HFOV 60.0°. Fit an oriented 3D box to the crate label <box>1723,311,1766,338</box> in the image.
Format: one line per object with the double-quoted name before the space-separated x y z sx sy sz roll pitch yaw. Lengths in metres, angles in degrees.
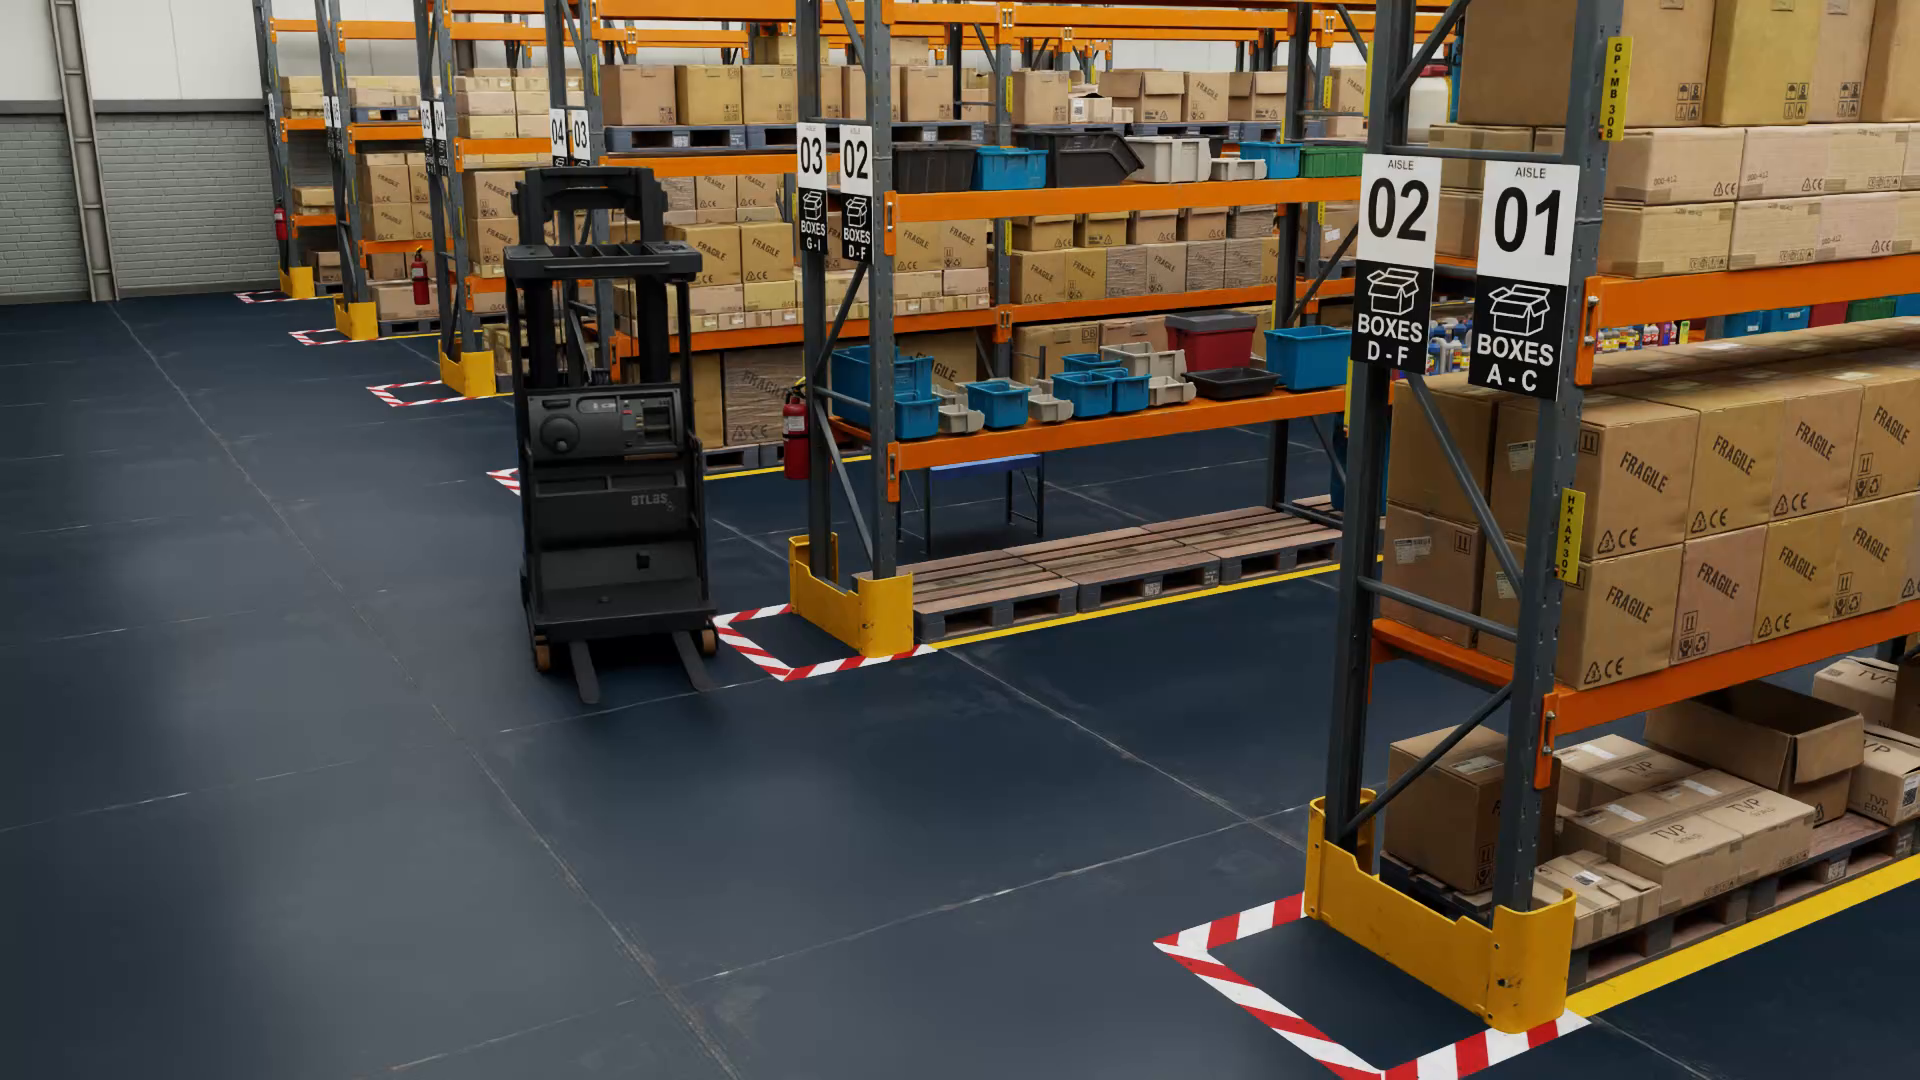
"crate label" 6.709 -1.874 14.348 0.416 0.233 0.303 -9 18 -30

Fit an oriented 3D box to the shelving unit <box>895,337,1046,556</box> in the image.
"shelving unit" 0.073 -0.734 12.750 1.048 1.500 0.538 -9 18 -30

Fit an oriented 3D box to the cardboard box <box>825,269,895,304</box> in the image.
"cardboard box" -0.948 -2.378 15.563 0.500 0.250 0.500 -9 18 -29

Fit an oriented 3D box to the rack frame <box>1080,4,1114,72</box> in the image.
"rack frame" 2.798 -10.570 33.945 0.127 3.000 1.000 -9 18 -30

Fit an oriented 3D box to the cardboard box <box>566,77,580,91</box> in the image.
"cardboard box" -4.454 -5.121 18.678 0.250 0.149 0.380 -9 18 -28

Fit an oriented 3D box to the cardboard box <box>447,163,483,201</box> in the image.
"cardboard box" -6.923 -4.987 23.104 0.500 0.500 0.500 -9 18 -30

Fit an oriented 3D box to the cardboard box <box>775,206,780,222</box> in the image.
"cardboard box" -3.092 -5.001 25.469 0.500 0.250 0.500 -10 18 -31

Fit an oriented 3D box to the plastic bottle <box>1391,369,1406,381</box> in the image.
"plastic bottle" 3.260 -1.323 12.287 0.133 0.283 0.061 -9 18 -30

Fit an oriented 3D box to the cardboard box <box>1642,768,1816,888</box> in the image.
"cardboard box" 3.314 1.239 7.211 0.500 0.250 0.500 -9 18 -30

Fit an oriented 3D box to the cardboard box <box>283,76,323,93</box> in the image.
"cardboard box" -10.407 -7.217 26.341 0.500 0.250 0.500 -9 18 -30

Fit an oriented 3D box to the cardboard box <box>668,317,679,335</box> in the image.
"cardboard box" -2.560 -1.905 14.612 0.250 0.149 0.380 -10 18 -31

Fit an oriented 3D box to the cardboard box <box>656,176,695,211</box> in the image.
"cardboard box" -3.443 -4.138 19.526 0.500 0.500 0.500 -9 18 -28

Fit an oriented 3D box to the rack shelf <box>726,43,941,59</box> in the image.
"rack shelf" -2.345 -9.197 31.121 4.000 0.370 1.077 -9 18 -30

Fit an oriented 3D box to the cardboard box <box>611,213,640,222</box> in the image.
"cardboard box" -3.889 -3.586 19.408 0.500 0.500 0.500 -10 18 -31

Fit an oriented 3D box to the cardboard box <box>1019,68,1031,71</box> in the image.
"cardboard box" 0.923 -6.035 21.721 0.258 0.266 0.396 -9 18 -30

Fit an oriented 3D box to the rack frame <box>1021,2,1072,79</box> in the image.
"rack frame" 1.136 -7.179 21.848 0.127 3.000 1.000 -9 18 -30

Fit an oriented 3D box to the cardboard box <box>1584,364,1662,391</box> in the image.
"cardboard box" 2.517 -0.450 6.919 0.500 0.500 0.500 -9 18 -28

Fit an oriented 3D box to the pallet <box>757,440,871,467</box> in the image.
"pallet" -1.564 -0.972 15.985 1.213 0.211 1.003 -9 18 -30

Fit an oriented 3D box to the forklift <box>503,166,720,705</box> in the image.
"forklift" -2.127 -0.733 10.093 1.130 2.935 3.031 -5 16 -16

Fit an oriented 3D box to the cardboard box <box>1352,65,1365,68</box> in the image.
"cardboard box" 5.704 -6.882 24.371 0.250 0.149 0.380 -10 18 -31

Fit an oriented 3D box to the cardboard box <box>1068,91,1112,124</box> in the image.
"cardboard box" 1.162 -4.308 16.550 0.500 0.311 0.500 -10 18 -32

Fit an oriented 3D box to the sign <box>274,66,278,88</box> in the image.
"sign" -10.637 -7.197 25.850 0.005 0.325 0.100 -9 18 -30

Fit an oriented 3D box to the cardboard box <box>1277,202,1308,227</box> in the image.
"cardboard box" 4.875 -4.973 24.814 0.550 0.550 0.875 -9 18 -30

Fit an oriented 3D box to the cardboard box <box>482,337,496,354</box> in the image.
"cardboard box" -5.416 -2.290 19.476 0.250 0.149 0.380 -10 18 -31

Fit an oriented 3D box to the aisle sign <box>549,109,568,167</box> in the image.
"aisle sign" -3.470 -3.328 14.408 0.004 0.787 0.394 -9 18 -30

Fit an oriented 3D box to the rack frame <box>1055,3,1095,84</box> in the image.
"rack frame" 1.929 -8.866 27.867 0.127 3.000 1.000 -9 18 -30

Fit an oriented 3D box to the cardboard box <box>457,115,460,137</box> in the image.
"cardboard box" -5.468 -4.675 18.750 0.500 0.250 0.500 -10 18 -31

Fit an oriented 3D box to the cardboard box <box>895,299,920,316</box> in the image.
"cardboard box" -0.579 -2.226 15.760 0.250 0.149 0.380 -9 18 -29

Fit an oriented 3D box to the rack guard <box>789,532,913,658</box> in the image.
"rack guard" -0.717 0.339 10.773 0.348 0.500 1.175 -9 18 -30

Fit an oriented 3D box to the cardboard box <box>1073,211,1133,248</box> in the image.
"cardboard box" 1.312 -3.287 17.035 0.637 0.503 0.797 -9 18 -29

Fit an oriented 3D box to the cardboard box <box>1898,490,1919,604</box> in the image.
"cardboard box" 4.097 -0.055 7.365 0.500 0.500 0.500 -9 18 -28

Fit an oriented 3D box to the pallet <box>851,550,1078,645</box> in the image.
"pallet" 0.024 0.366 11.212 1.213 0.211 1.003 -9 18 -30

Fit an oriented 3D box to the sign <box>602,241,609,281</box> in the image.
"sign" -2.973 -2.342 13.958 0.005 0.325 0.100 -9 18 -30

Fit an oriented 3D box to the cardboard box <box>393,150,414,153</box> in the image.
"cardboard box" -7.770 -5.344 23.176 0.250 0.149 0.380 -9 18 -30

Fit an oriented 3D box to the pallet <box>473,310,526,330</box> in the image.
"pallet" -6.668 -3.264 24.164 1.213 0.211 1.003 -9 18 -30

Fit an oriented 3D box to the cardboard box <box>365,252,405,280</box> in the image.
"cardboard box" -9.591 -4.629 27.719 0.500 0.500 0.700 -8 18 -27

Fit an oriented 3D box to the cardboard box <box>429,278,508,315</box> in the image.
"cardboard box" -7.063 -3.522 23.886 0.875 0.438 0.875 -9 18 -28

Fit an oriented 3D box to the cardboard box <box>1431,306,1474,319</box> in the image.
"cardboard box" 6.076 -2.551 20.267 0.500 0.500 0.700 -9 18 -30

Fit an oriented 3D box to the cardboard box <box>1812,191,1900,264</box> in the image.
"cardboard box" 3.279 -1.245 6.515 0.500 0.250 0.500 -9 18 -30

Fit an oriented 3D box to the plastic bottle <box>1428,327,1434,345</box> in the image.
"plastic bottle" 3.723 -1.589 13.259 0.097 0.271 0.097 0 16 0

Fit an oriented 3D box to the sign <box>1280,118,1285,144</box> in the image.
"sign" 2.444 -3.003 12.491 0.005 0.325 0.100 -9 18 -30

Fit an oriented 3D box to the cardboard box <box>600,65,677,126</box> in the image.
"cardboard box" -2.836 -3.844 14.360 0.500 0.500 0.700 -11 19 -33

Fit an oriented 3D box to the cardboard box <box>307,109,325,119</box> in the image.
"cardboard box" -10.313 -6.814 26.568 0.250 0.149 0.380 -9 18 -29

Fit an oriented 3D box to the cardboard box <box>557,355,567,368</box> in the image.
"cardboard box" -4.716 -2.098 19.340 0.250 0.149 0.380 -9 18 -29

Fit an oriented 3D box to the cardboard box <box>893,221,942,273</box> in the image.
"cardboard box" -0.513 -2.810 15.715 0.500 0.500 0.500 -9 18 -29

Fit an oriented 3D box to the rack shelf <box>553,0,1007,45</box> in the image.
"rack shelf" -1.539 -4.644 14.880 4.000 0.370 1.077 -9 18 -30

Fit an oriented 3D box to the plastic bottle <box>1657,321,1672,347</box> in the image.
"plastic bottle" 5.830 -1.740 13.774 0.133 0.283 0.061 -9 18 -30

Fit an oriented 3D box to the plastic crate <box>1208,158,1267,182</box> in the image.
"plastic crate" 1.831 -2.479 11.128 0.466 0.136 0.293 -9 18 -30

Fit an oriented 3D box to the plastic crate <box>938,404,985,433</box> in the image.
"plastic crate" -0.004 -0.756 10.427 0.298 0.136 0.250 -9 18 -30

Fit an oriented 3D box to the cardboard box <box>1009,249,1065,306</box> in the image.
"cardboard box" 0.698 -2.627 16.538 0.500 0.500 0.500 -9 18 -30

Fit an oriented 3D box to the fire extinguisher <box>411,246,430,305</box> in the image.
"fire extinguisher" -6.175 -3.033 19.007 0.183 0.674 0.296 -9 18 -30

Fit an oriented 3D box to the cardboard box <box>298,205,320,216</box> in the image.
"cardboard box" -10.494 -5.319 26.791 0.250 0.149 0.380 -9 18 -30

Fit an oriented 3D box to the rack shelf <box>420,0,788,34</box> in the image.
"rack shelf" -4.007 -5.997 18.970 4.000 0.370 1.077 -9 18 -30

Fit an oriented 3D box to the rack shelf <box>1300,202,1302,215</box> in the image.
"rack shelf" 4.440 -2.803 13.126 4.000 0.370 1.077 -9 18 -30

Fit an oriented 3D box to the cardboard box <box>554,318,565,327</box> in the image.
"cardboard box" -4.742 -2.535 19.796 0.250 0.149 0.380 -10 19 -32

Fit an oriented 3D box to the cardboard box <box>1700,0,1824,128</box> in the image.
"cardboard box" 2.749 -1.823 6.261 0.500 0.500 0.700 -9 18 -30

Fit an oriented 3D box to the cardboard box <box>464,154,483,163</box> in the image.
"cardboard box" -6.791 -5.314 23.069 0.250 0.149 0.380 -9 18 -29

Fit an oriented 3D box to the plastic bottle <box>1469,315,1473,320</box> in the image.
"plastic bottle" 4.289 -1.760 13.721 0.185 0.351 0.144 -9 18 -30

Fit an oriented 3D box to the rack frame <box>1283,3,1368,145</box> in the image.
"rack frame" 2.726 -4.315 11.632 0.127 3.000 1.000 -9 18 -30
